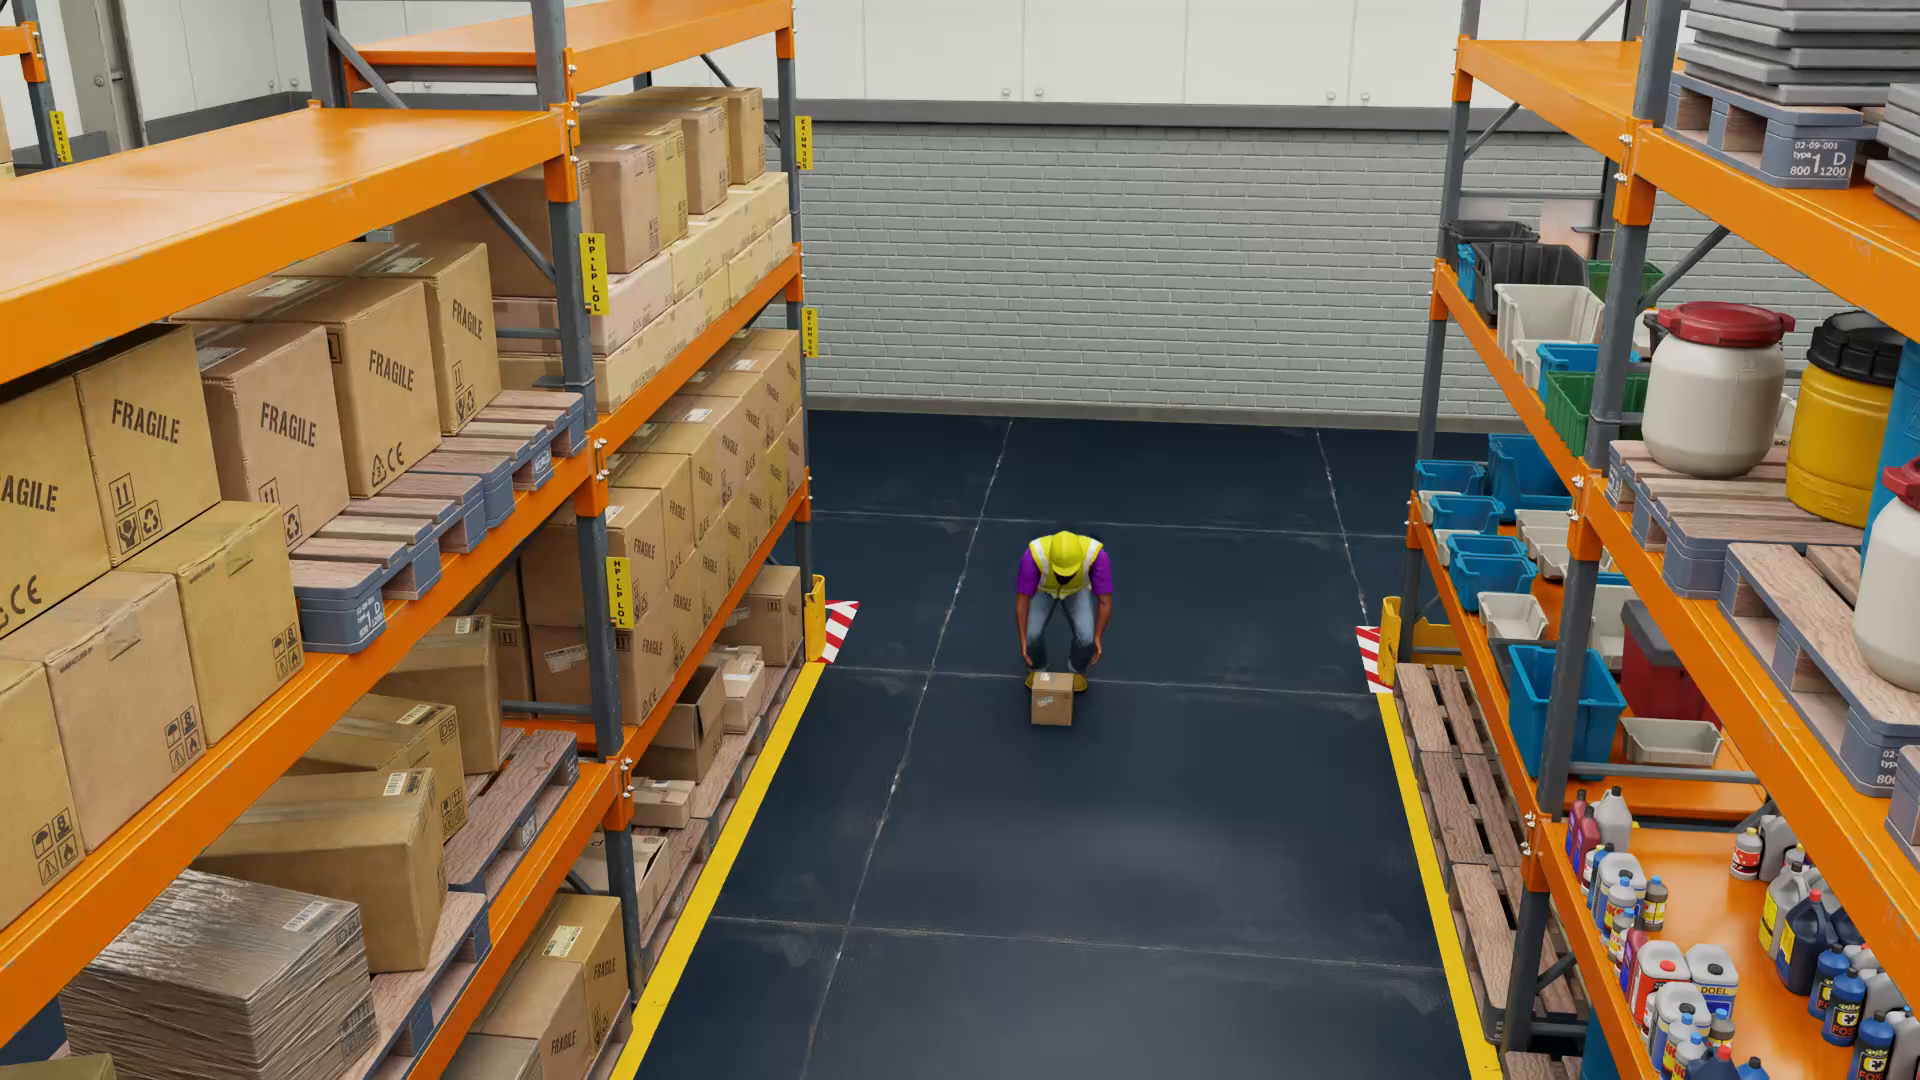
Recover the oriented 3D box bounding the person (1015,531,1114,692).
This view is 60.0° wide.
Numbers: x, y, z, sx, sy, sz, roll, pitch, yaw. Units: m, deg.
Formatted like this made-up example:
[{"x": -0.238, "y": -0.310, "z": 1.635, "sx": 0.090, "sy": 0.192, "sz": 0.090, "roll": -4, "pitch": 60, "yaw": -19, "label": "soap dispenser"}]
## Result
[{"x": 0.678, "y": 0.413, "z": 10.733, "sx": 0.622, "sy": 1.224, "sz": 0.838, "roll": 2, "pitch": 21, "yaw": 6, "label": "person"}]
